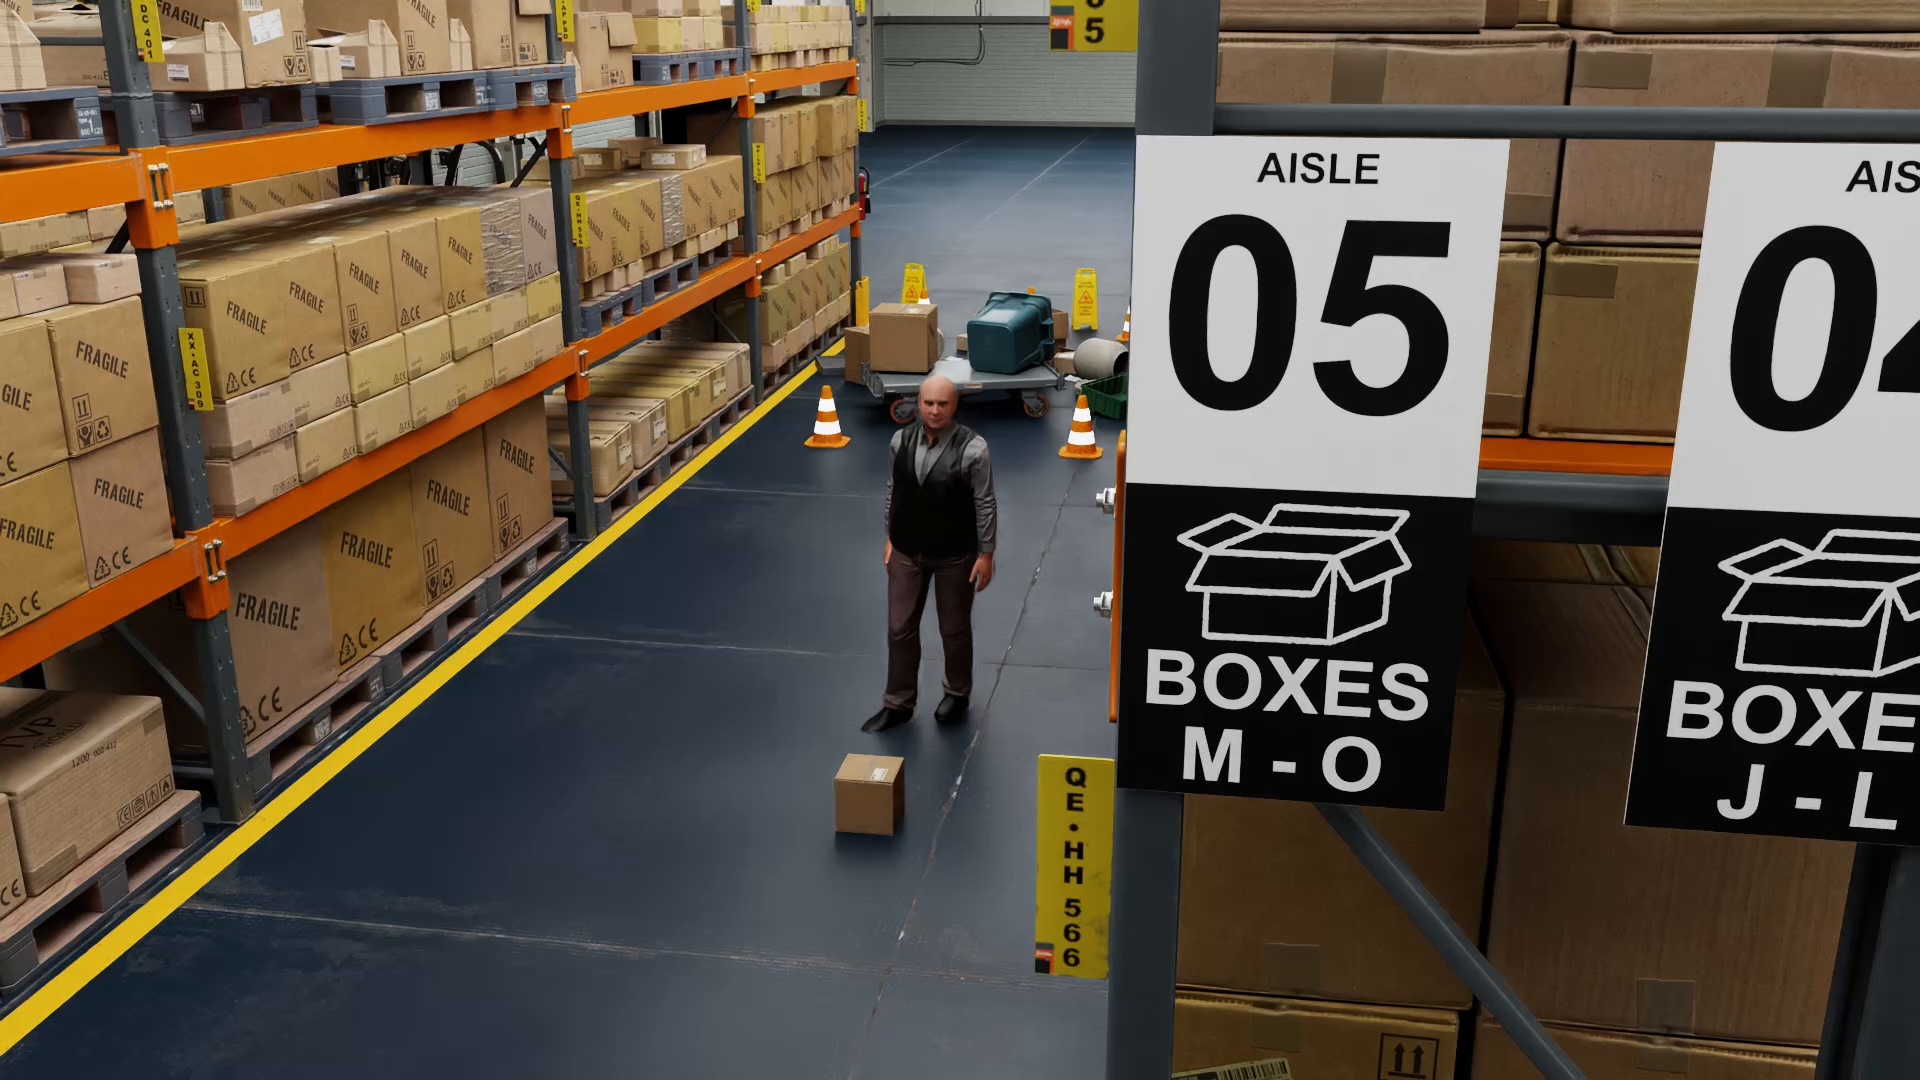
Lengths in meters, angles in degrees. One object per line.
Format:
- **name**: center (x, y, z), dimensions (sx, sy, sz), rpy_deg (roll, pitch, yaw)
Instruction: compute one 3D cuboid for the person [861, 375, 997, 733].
- **person**: center (-0.118, 0.083, 7.879), dimensions (0.622, 1.769, 0.499), rpy_deg (7, 19, 21)
